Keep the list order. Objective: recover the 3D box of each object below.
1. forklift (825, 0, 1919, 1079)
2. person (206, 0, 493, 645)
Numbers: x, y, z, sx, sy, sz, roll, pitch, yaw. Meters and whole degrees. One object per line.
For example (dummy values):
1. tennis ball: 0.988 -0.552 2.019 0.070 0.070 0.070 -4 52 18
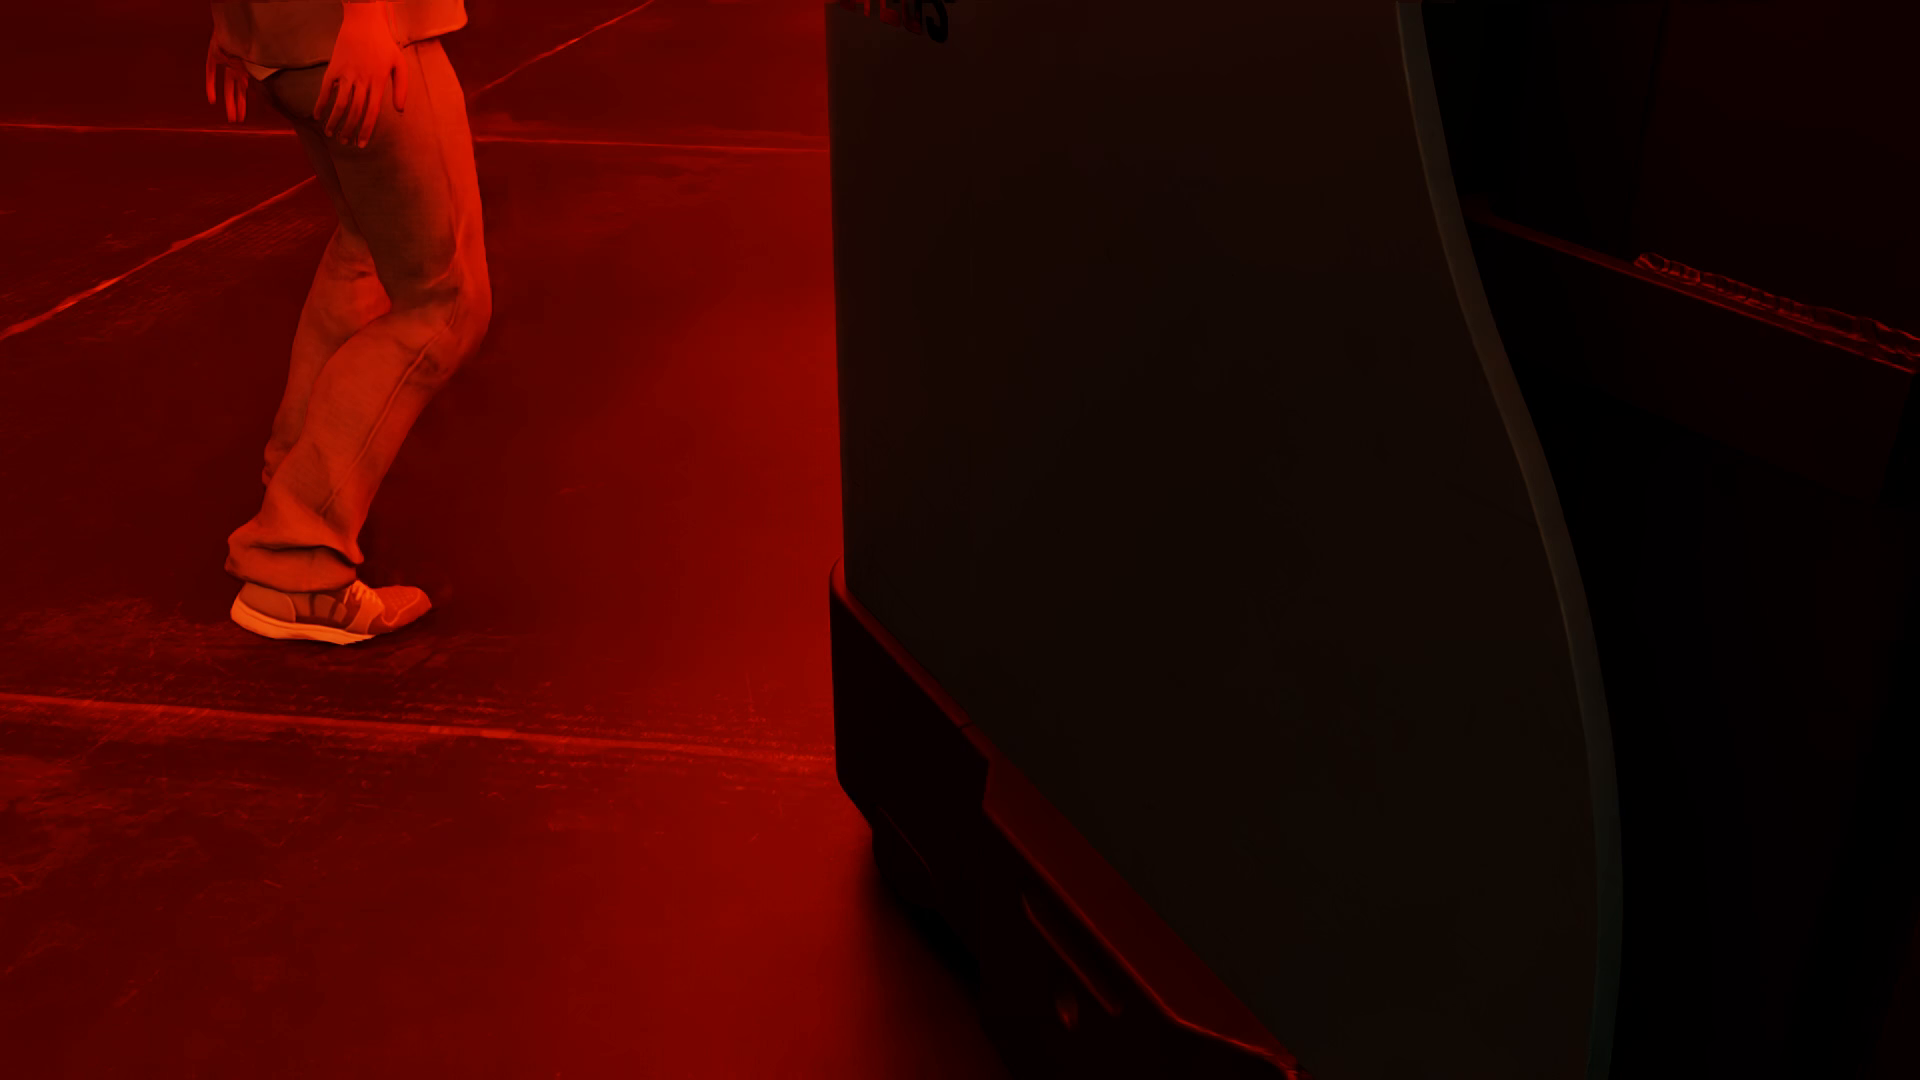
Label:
1. forklift: 0.985 -0.524 0.266 1.130 2.935 3.031 -13 29 -24
2. person: -0.841 -0.614 2.054 0.440 1.553 0.747 -18 32 -32
